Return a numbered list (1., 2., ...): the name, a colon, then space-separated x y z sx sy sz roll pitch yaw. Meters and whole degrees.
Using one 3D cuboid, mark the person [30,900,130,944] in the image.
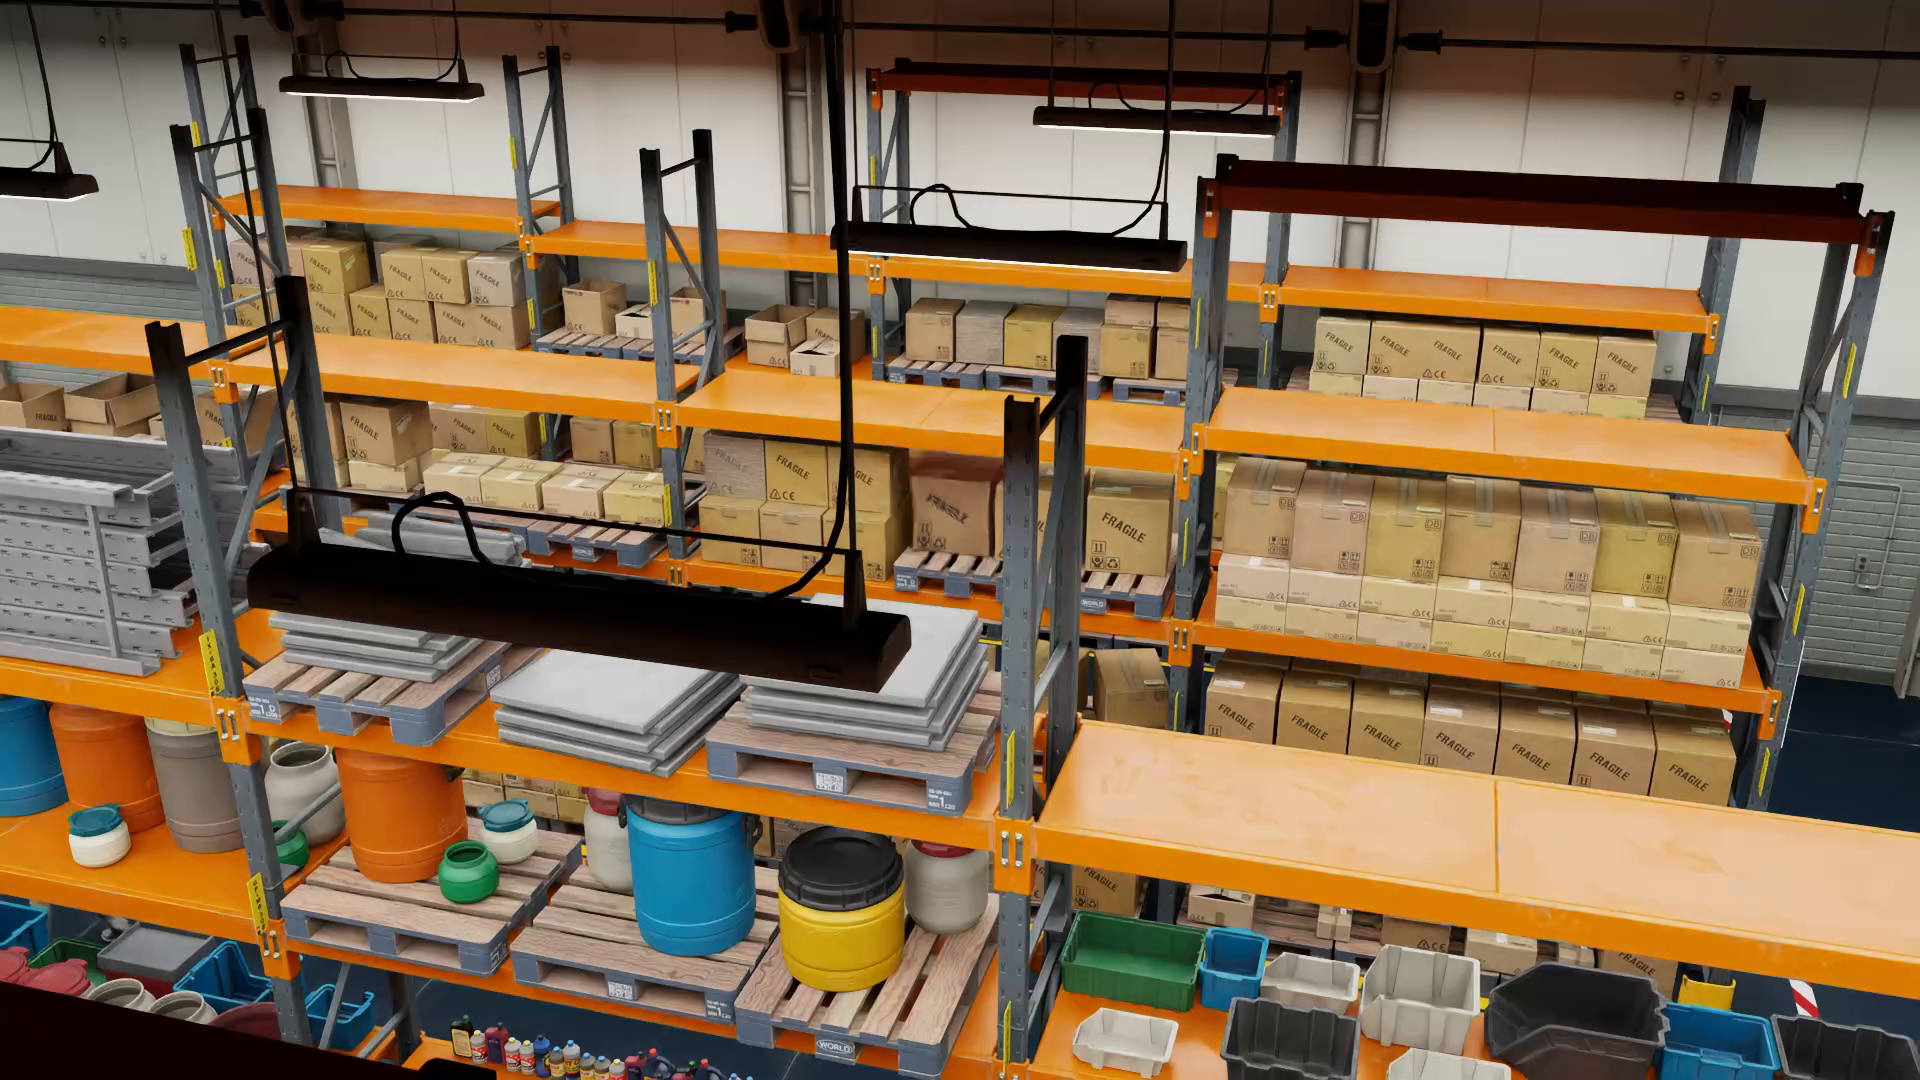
1. person: -6.950 2.428 12.800 0.794 1.641 0.527 11 25 24
